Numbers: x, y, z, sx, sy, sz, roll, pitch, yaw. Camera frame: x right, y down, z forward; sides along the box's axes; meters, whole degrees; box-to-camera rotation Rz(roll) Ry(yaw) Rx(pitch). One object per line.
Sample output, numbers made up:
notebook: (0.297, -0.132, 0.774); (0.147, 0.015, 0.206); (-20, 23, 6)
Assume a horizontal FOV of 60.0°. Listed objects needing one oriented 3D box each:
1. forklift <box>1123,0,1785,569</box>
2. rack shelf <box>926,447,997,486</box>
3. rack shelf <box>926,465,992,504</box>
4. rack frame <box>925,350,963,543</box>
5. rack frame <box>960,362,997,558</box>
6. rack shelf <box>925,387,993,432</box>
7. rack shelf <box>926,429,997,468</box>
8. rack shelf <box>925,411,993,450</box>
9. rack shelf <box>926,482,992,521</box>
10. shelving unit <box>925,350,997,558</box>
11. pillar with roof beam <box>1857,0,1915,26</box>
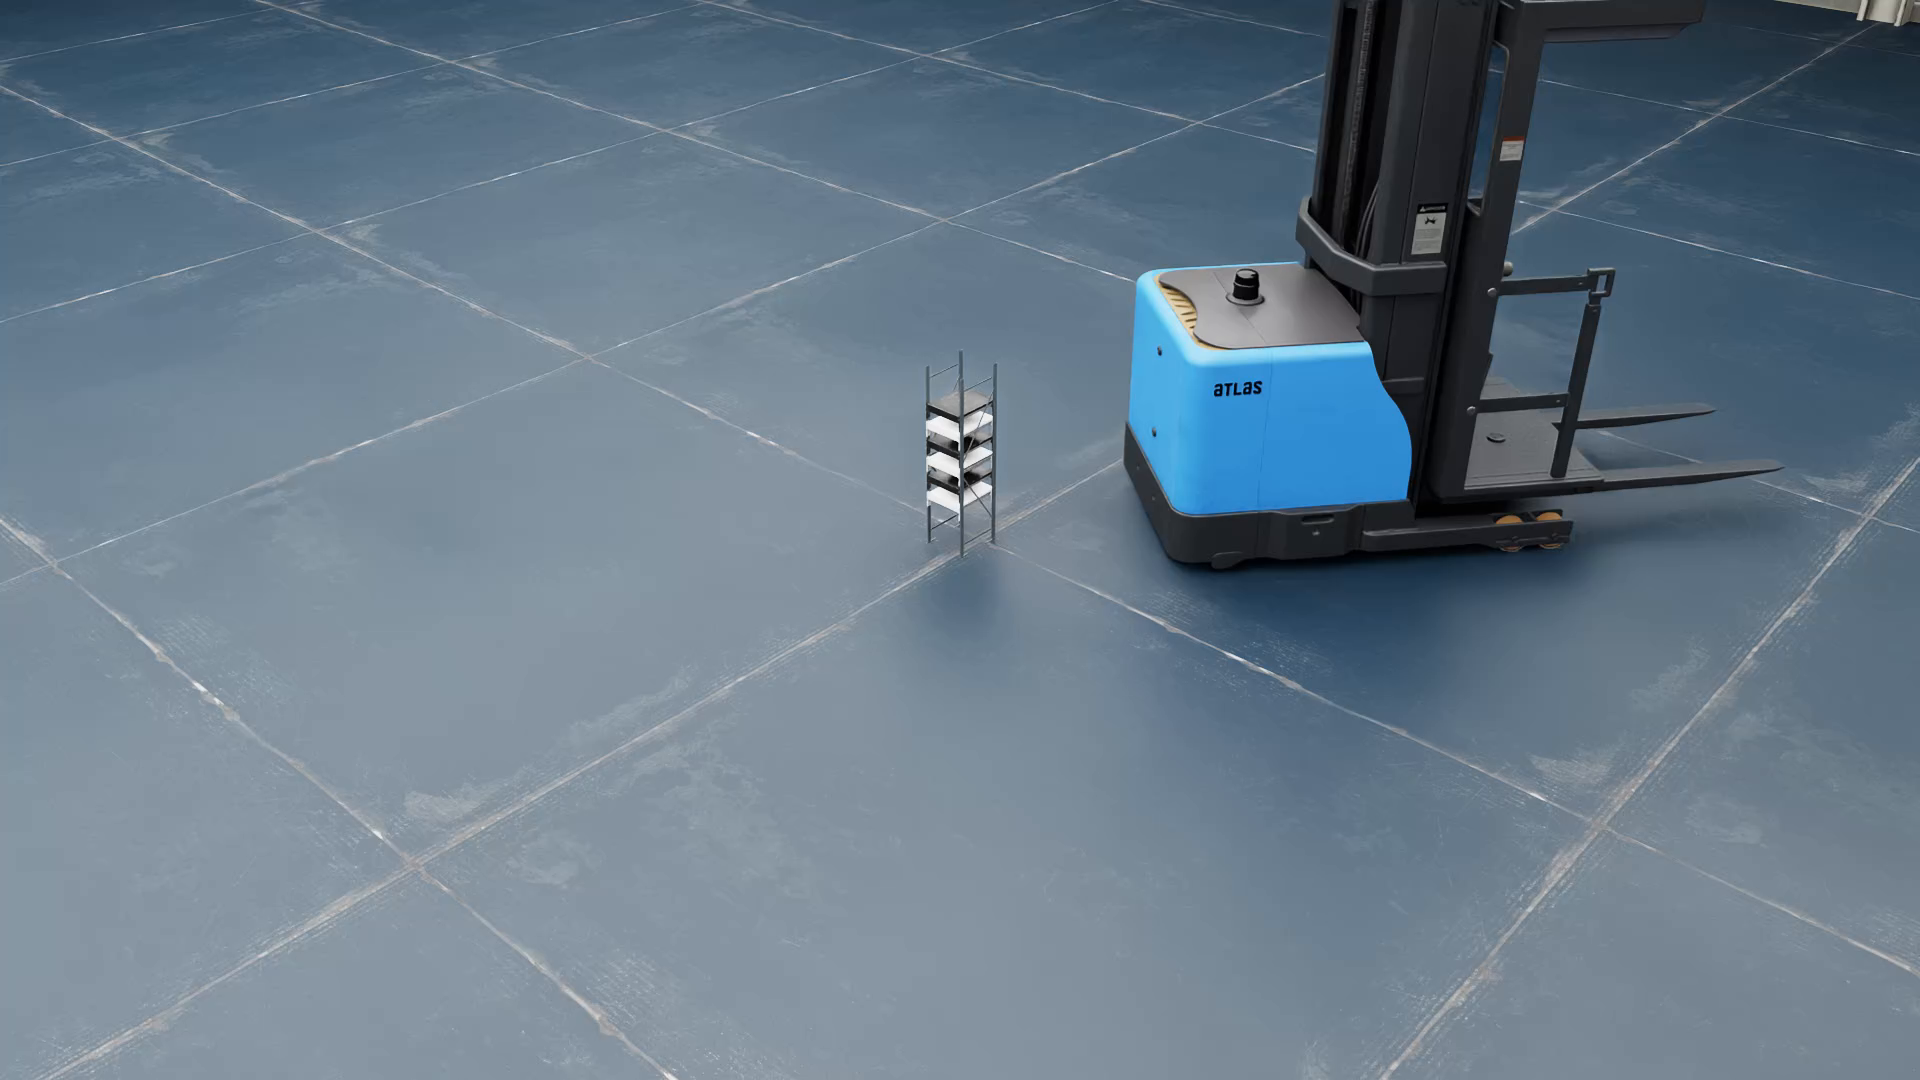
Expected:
forklift: (2.371, -1.466, 7.343); (3.031, 2.935, 1.130); (-4, 31, -7)
rack shelf: (0.006, -0.354, 7.530); (0.200, 0.077, 0.258); (25, 39, 35)
rack shelf: (0.006, -0.277, 7.577); (0.200, 0.077, 0.258); (25, 39, 35)
rack frame: (-0.069, -0.418, 7.572); (0.006, 0.900, 0.240); (25, 39, 35)
rack frame: (0.081, -0.348, 7.455); (0.006, 0.900, 0.240); (25, 39, 35)
rack shelf: (0.006, -0.585, 7.391); (0.200, 0.077, 0.258); (25, 39, 35)
rack shelf: (0.006, -0.431, 7.484); (0.200, 0.077, 0.258); (25, 39, 35)
rack shelf: (0.006, -0.508, 7.438); (0.200, 0.077, 0.258); (25, 39, 35)
rack shelf: (0.006, -0.200, 7.623); (0.200, 0.077, 0.258); (25, 39, 35)
shelving unit: (0.006, -0.383, 7.513); (0.210, 0.900, 0.258); (25, 39, 35)
pillar with roof beam: (6.062, -7.252, 11.071); (0.400, 9.000, 9.100); (25, 39, 35)
